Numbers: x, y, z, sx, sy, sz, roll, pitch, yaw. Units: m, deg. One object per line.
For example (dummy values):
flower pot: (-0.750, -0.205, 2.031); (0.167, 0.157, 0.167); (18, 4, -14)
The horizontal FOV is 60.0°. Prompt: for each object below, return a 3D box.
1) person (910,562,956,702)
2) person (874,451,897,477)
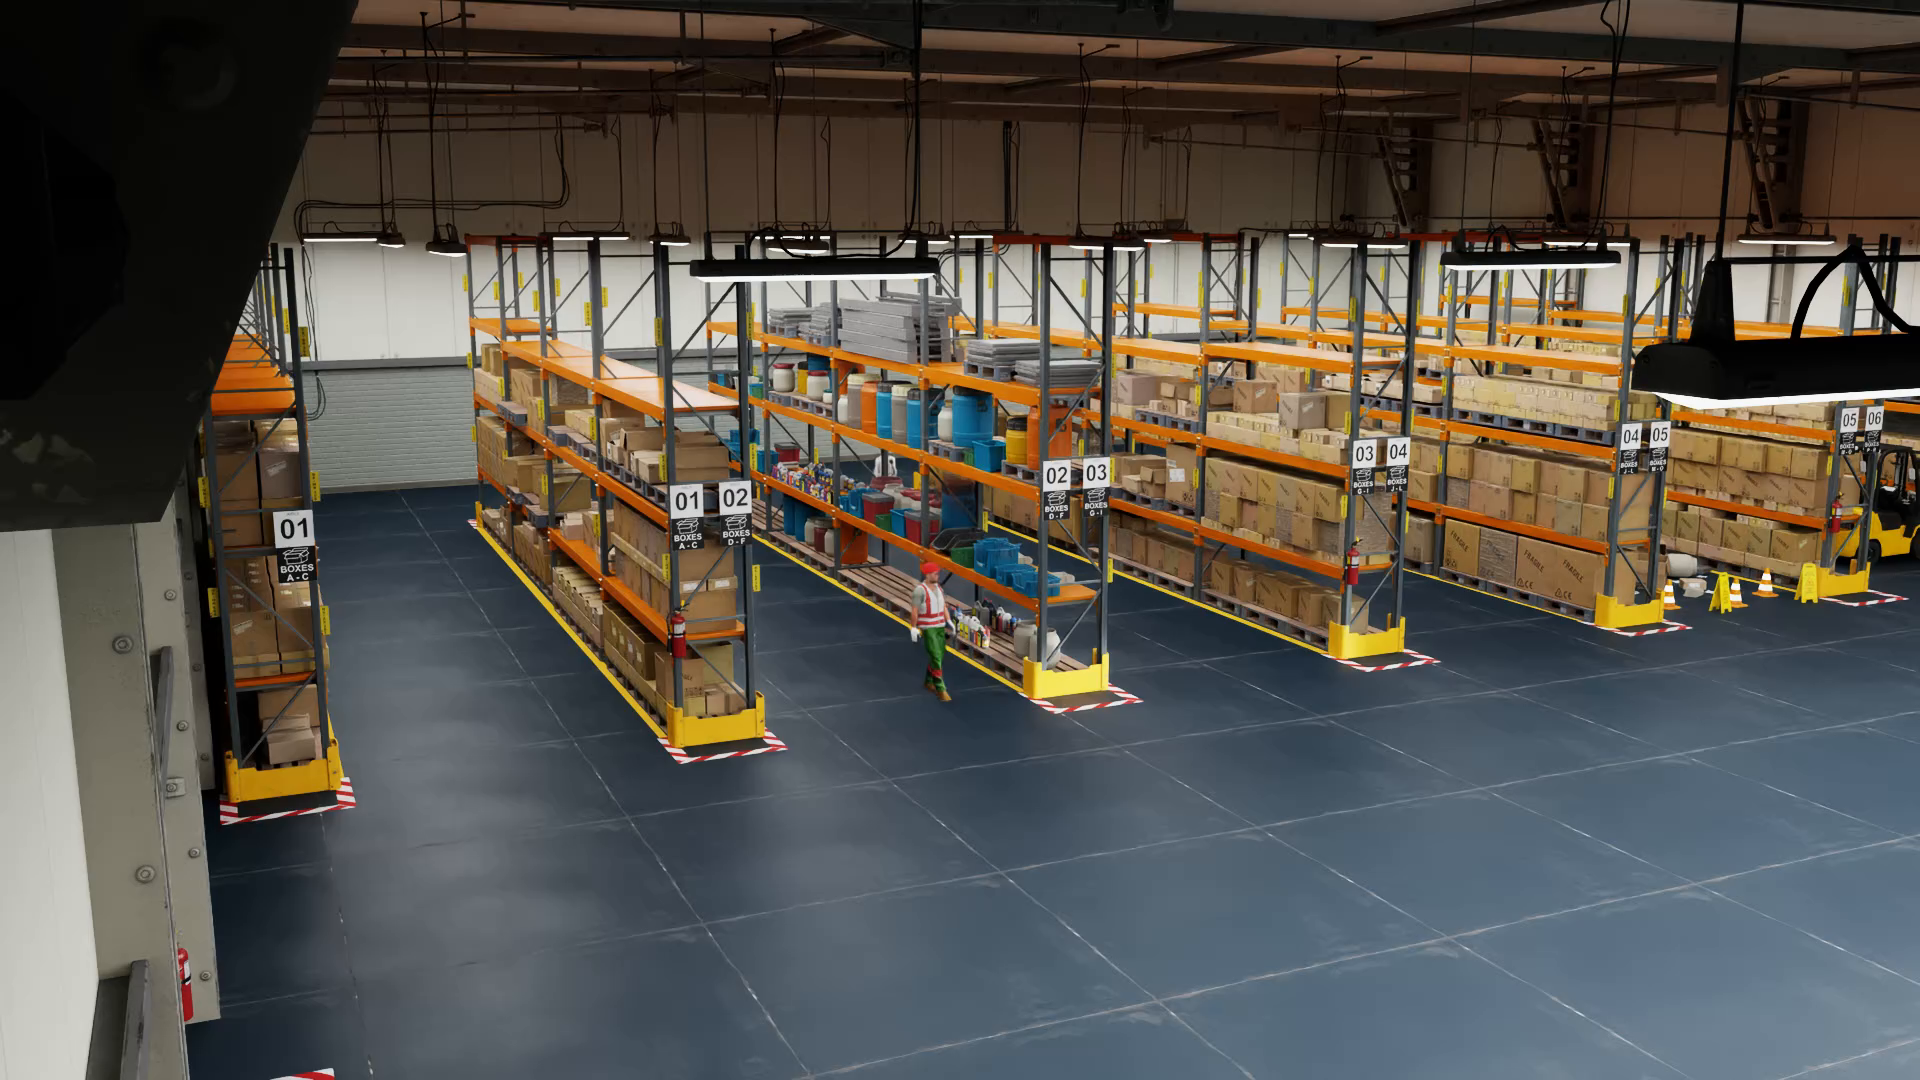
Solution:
person: (-0.285, 1.217, 22.265); (0.694, 1.813, 0.569); (10, 15, 41)
person: (-1.591, -1.248, 35.202); (0.486, 1.627, 0.831); (-5, 12, -26)
